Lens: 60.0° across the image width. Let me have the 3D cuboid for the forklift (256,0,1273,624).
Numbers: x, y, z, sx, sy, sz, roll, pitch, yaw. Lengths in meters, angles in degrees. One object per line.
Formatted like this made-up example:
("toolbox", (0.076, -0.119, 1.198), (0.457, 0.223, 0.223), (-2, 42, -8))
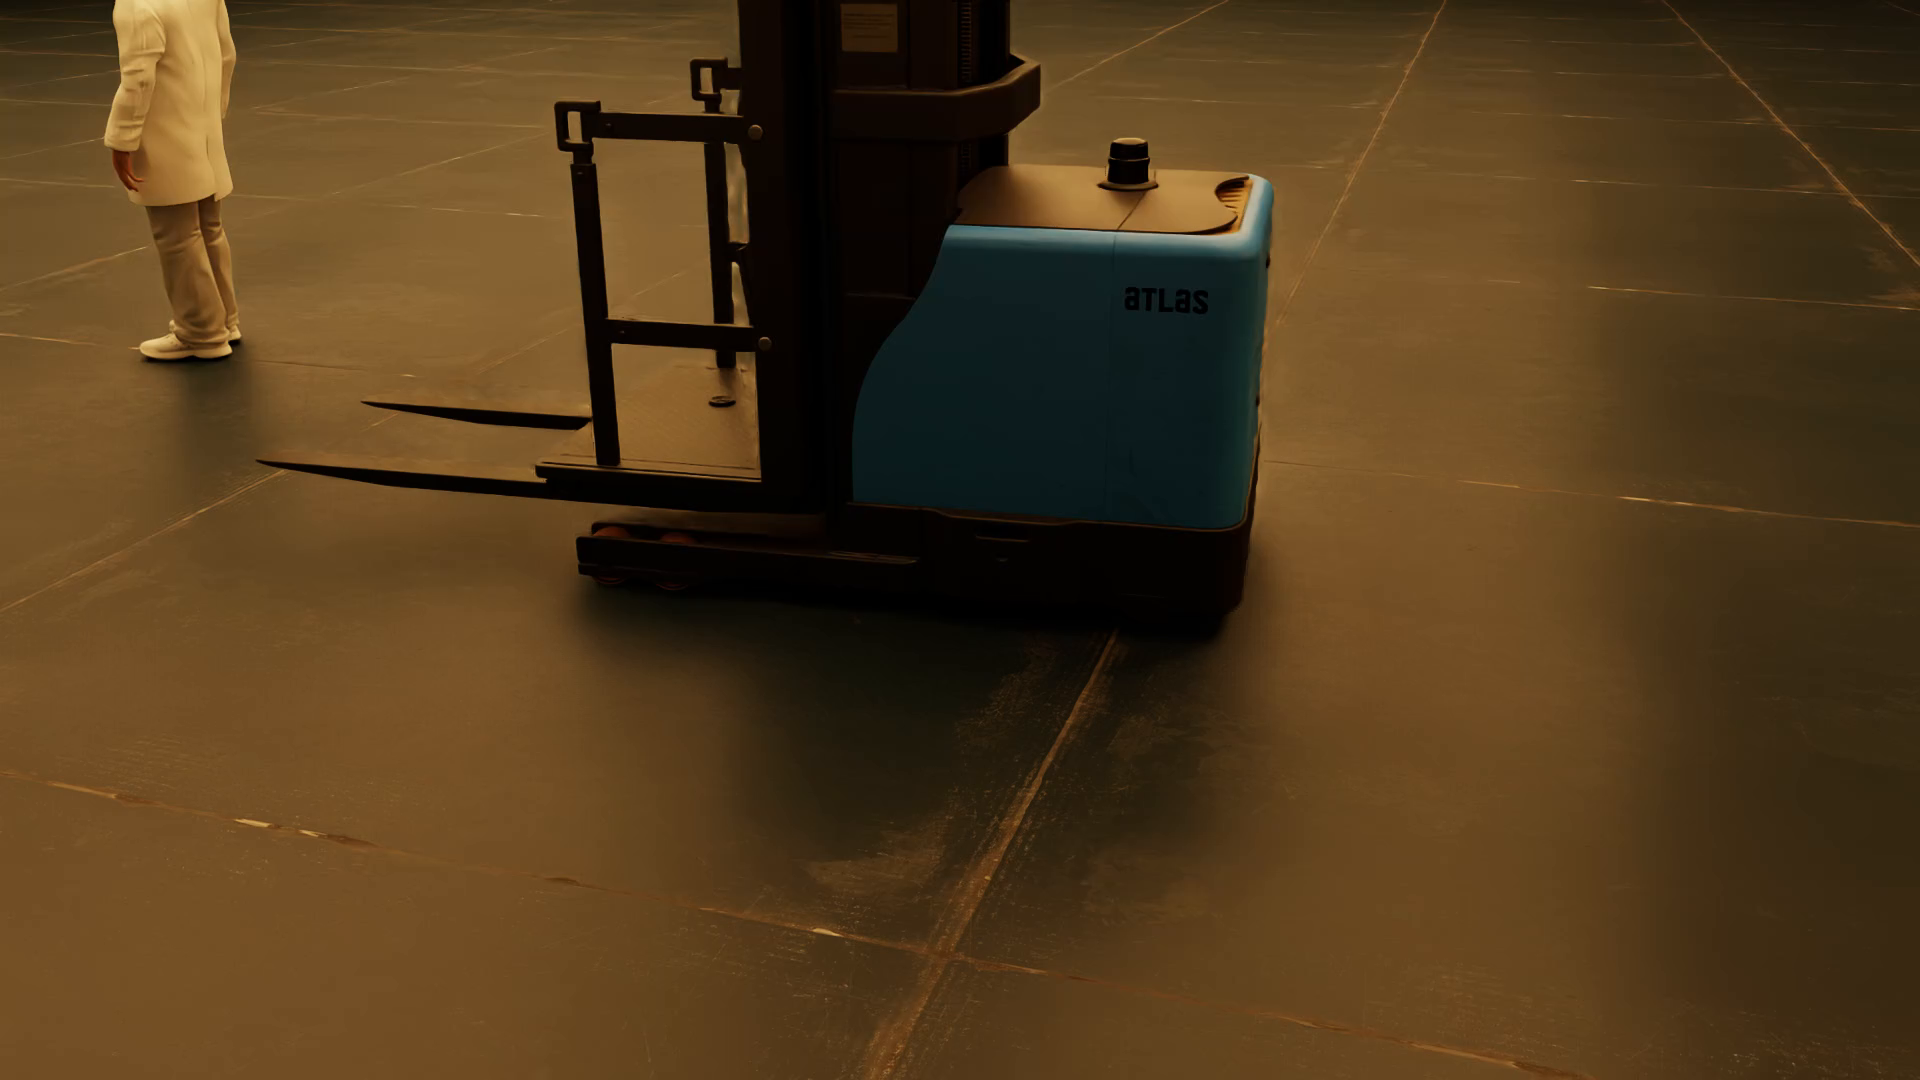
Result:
("forklift", (-0.629, -1.399, 4.669), (3.031, 2.935, 1.130), (5, 23, 11))

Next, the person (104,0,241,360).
("person", (-3.229, -1.605, 6.666), (0.572, 1.780, 0.692), (4, 23, 11))
